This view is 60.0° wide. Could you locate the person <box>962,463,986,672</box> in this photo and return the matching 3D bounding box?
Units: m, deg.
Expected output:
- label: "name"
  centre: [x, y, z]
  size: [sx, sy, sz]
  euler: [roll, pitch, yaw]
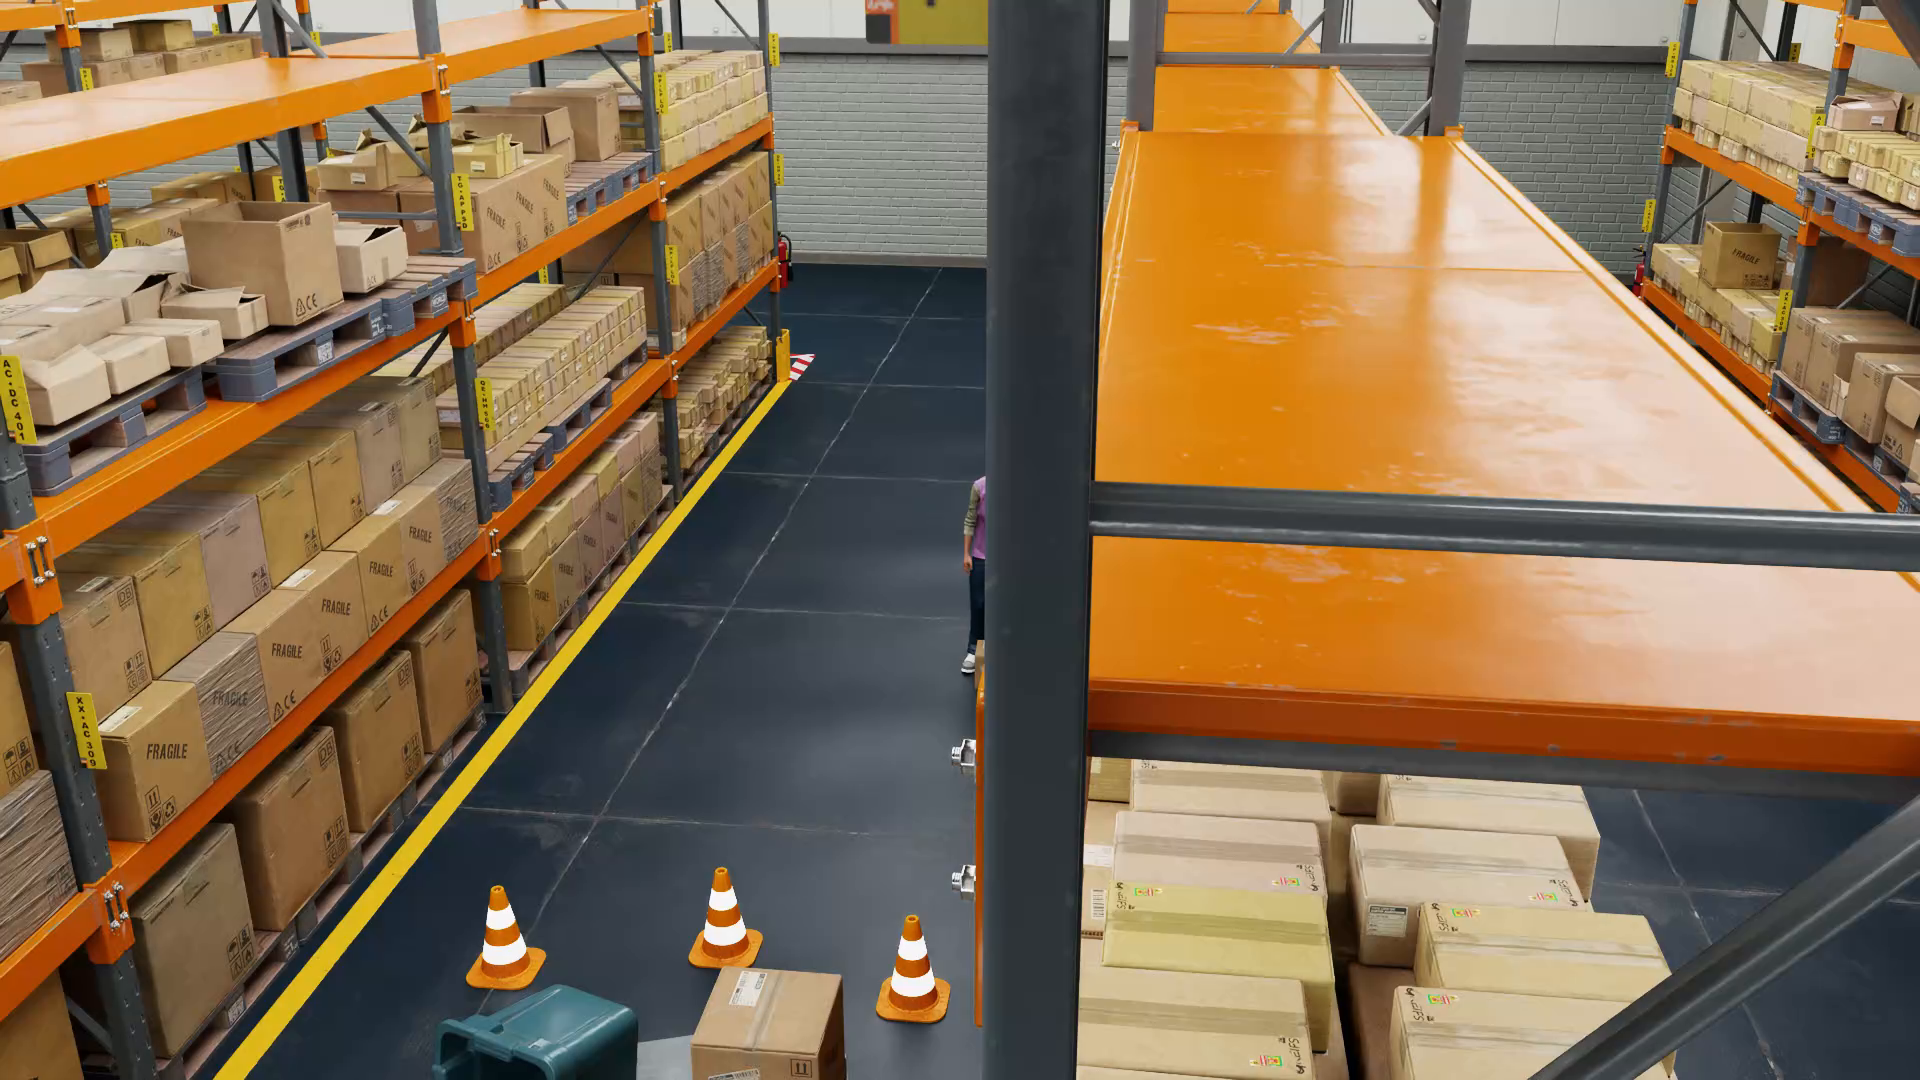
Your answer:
- label: "person"
  centre: [0.250, 0.128, 11.152]
  size: [0.459, 1.591, 0.346]
  euler: [3, 22, 7]
